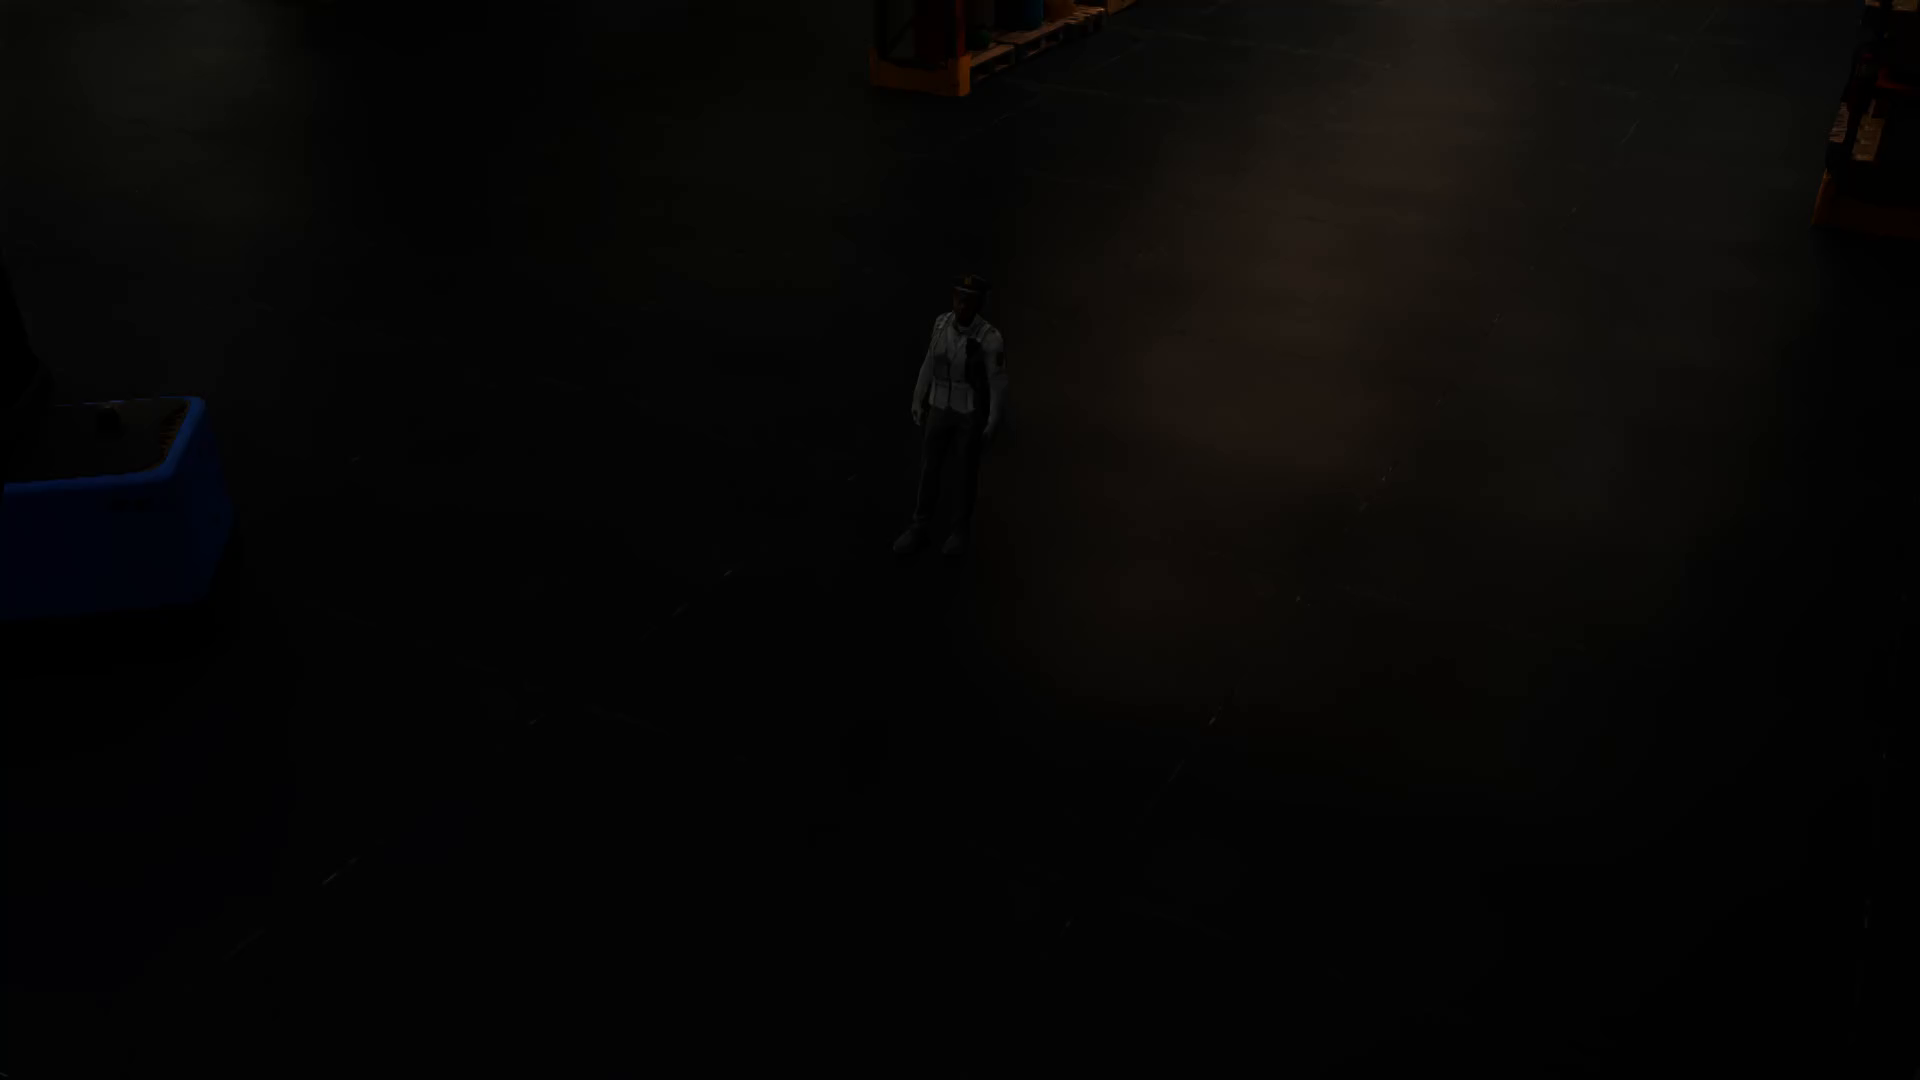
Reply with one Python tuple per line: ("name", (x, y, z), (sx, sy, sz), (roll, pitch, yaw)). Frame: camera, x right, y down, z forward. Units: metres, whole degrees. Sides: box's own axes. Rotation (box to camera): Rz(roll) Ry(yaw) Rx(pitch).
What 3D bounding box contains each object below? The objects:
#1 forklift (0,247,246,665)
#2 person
("forklift", (-5.583, -0.779, 8.421), (3.031, 2.935, 1.130), (-6, 30, -10))
("person", (-0.039, -0.713, 9.527), (0.586, 1.695, 0.533), (15, 33, 25))
